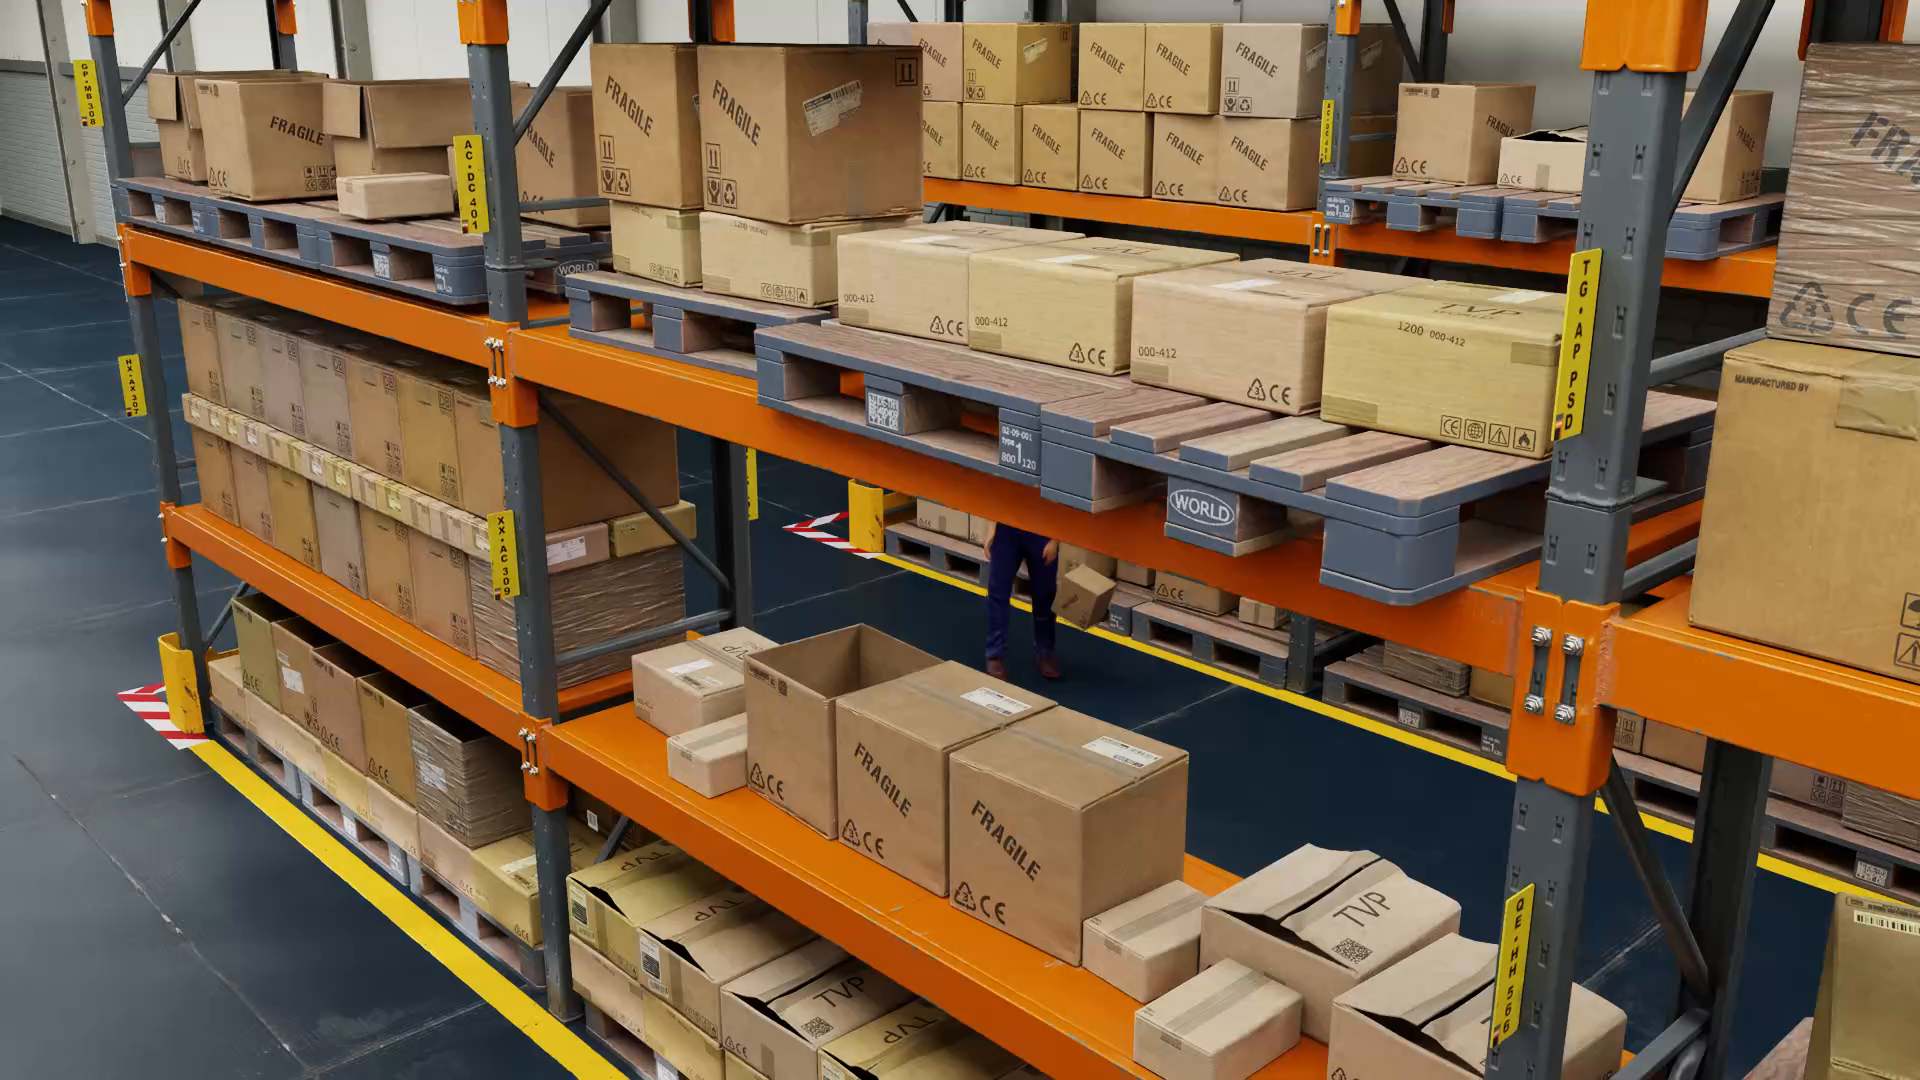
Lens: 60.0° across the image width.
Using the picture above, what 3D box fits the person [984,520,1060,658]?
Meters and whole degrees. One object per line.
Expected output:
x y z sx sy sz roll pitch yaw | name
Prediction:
0.411 -0.021 9.971 0.494 1.581 0.396 6 18 19 | person
